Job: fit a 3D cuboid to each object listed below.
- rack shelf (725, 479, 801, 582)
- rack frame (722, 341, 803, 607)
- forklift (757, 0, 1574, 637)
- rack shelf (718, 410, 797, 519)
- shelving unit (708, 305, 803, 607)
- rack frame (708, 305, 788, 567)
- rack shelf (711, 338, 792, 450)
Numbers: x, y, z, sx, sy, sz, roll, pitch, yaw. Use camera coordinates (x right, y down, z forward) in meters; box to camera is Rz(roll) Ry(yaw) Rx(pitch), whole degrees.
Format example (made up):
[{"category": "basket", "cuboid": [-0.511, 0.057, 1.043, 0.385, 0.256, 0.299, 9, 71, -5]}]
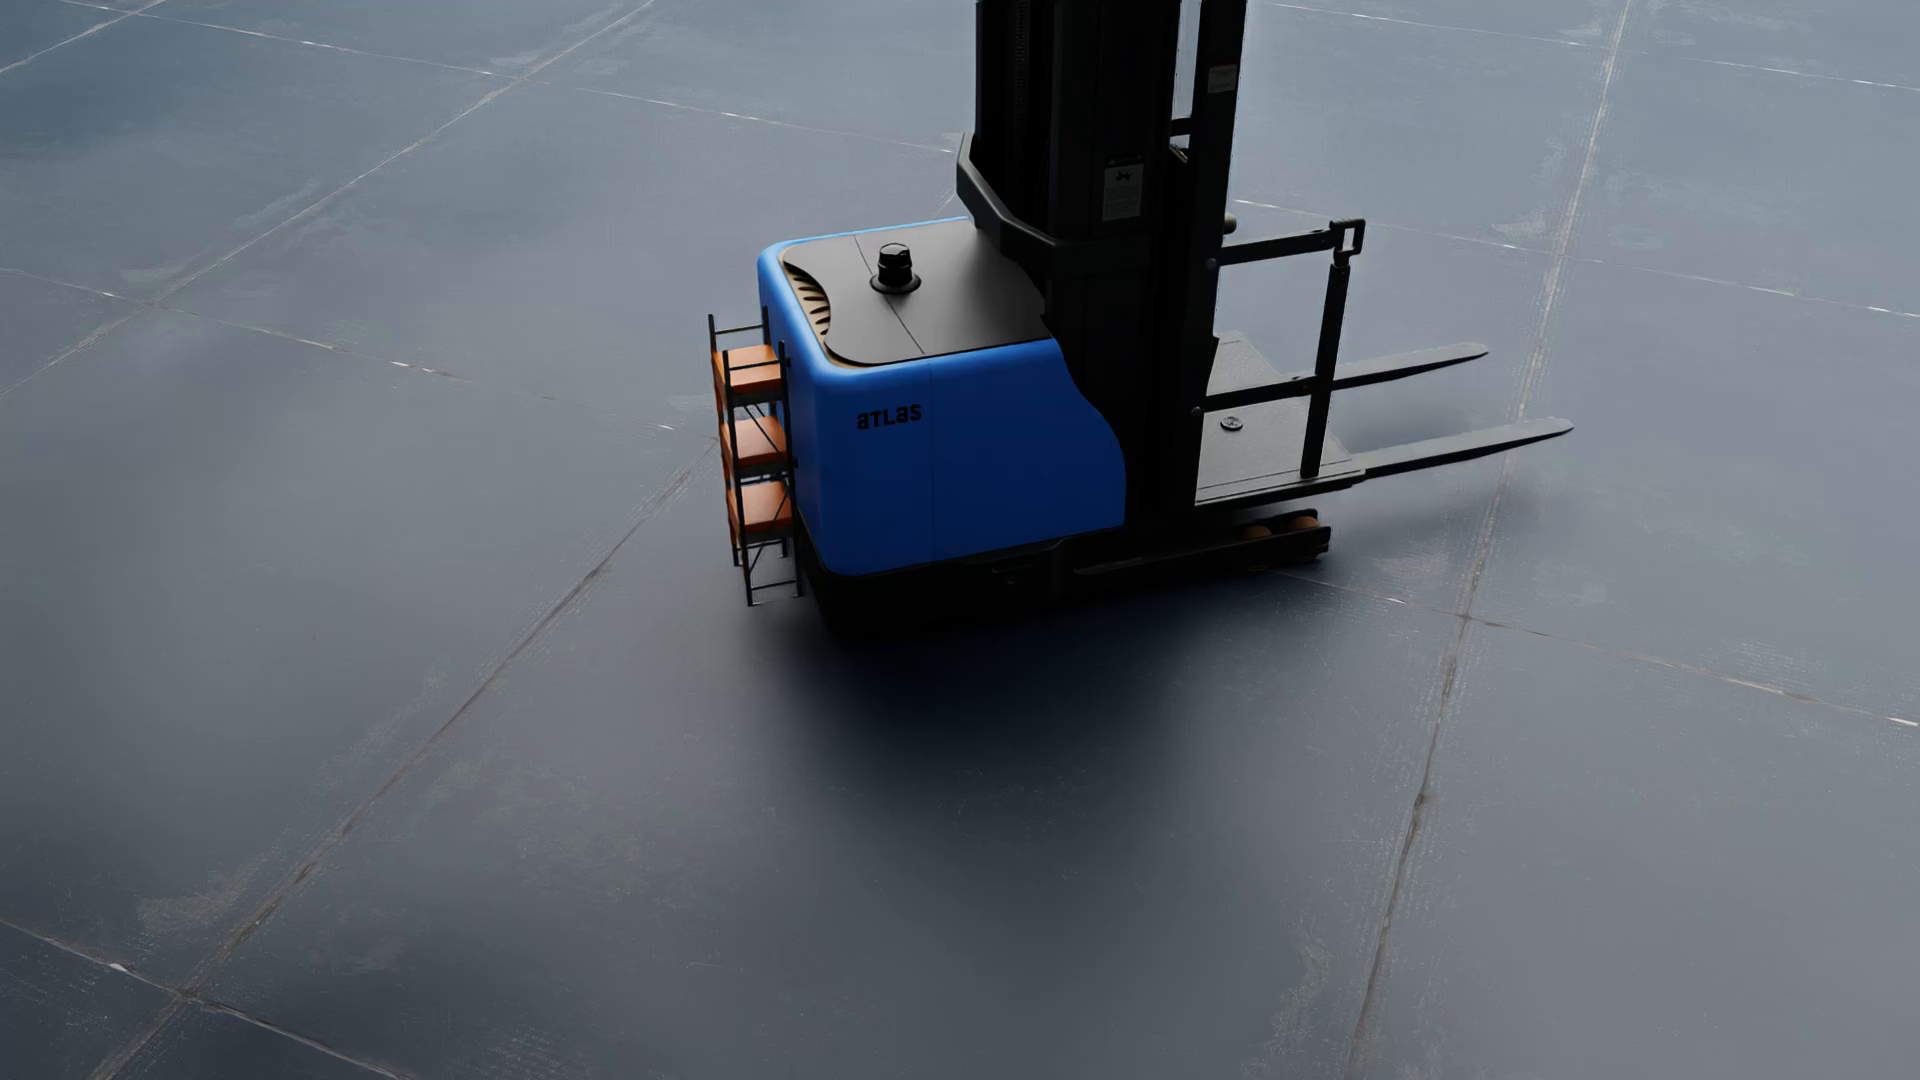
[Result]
[{"category": "rack shelf", "cuboid": [-0.699, -0.040, 5.909, 0.215, 0.259, 0.240, -11, 38, -14]}, {"category": "rack frame", "cuboid": [-0.662, -0.202, 5.643, 0.200, 1.050, 0.008, -11, 38, -14]}, {"category": "forklift", "cuboid": [0.848, -1.350, 5.608, 3.031, 2.935, 1.130, -11, 38, -14]}, {"category": "rack shelf", "cuboid": [-0.699, -0.263, 5.742, 0.215, 0.259, 0.240, -11, 38, -14]}, {"category": "shelving unit", "cuboid": [-0.699, -0.271, 5.736, 0.215, 1.050, 0.252, -11, 38, -14]}, {"category": "rack frame", "cuboid": [-0.736, -0.341, 5.829, 0.200, 1.050, 0.008, -11, 38, -14]}, {"category": "rack shelf", "cuboid": [-0.700, -0.490, 5.572, 0.215, 0.259, 0.240, -11, 38, -14]}]
